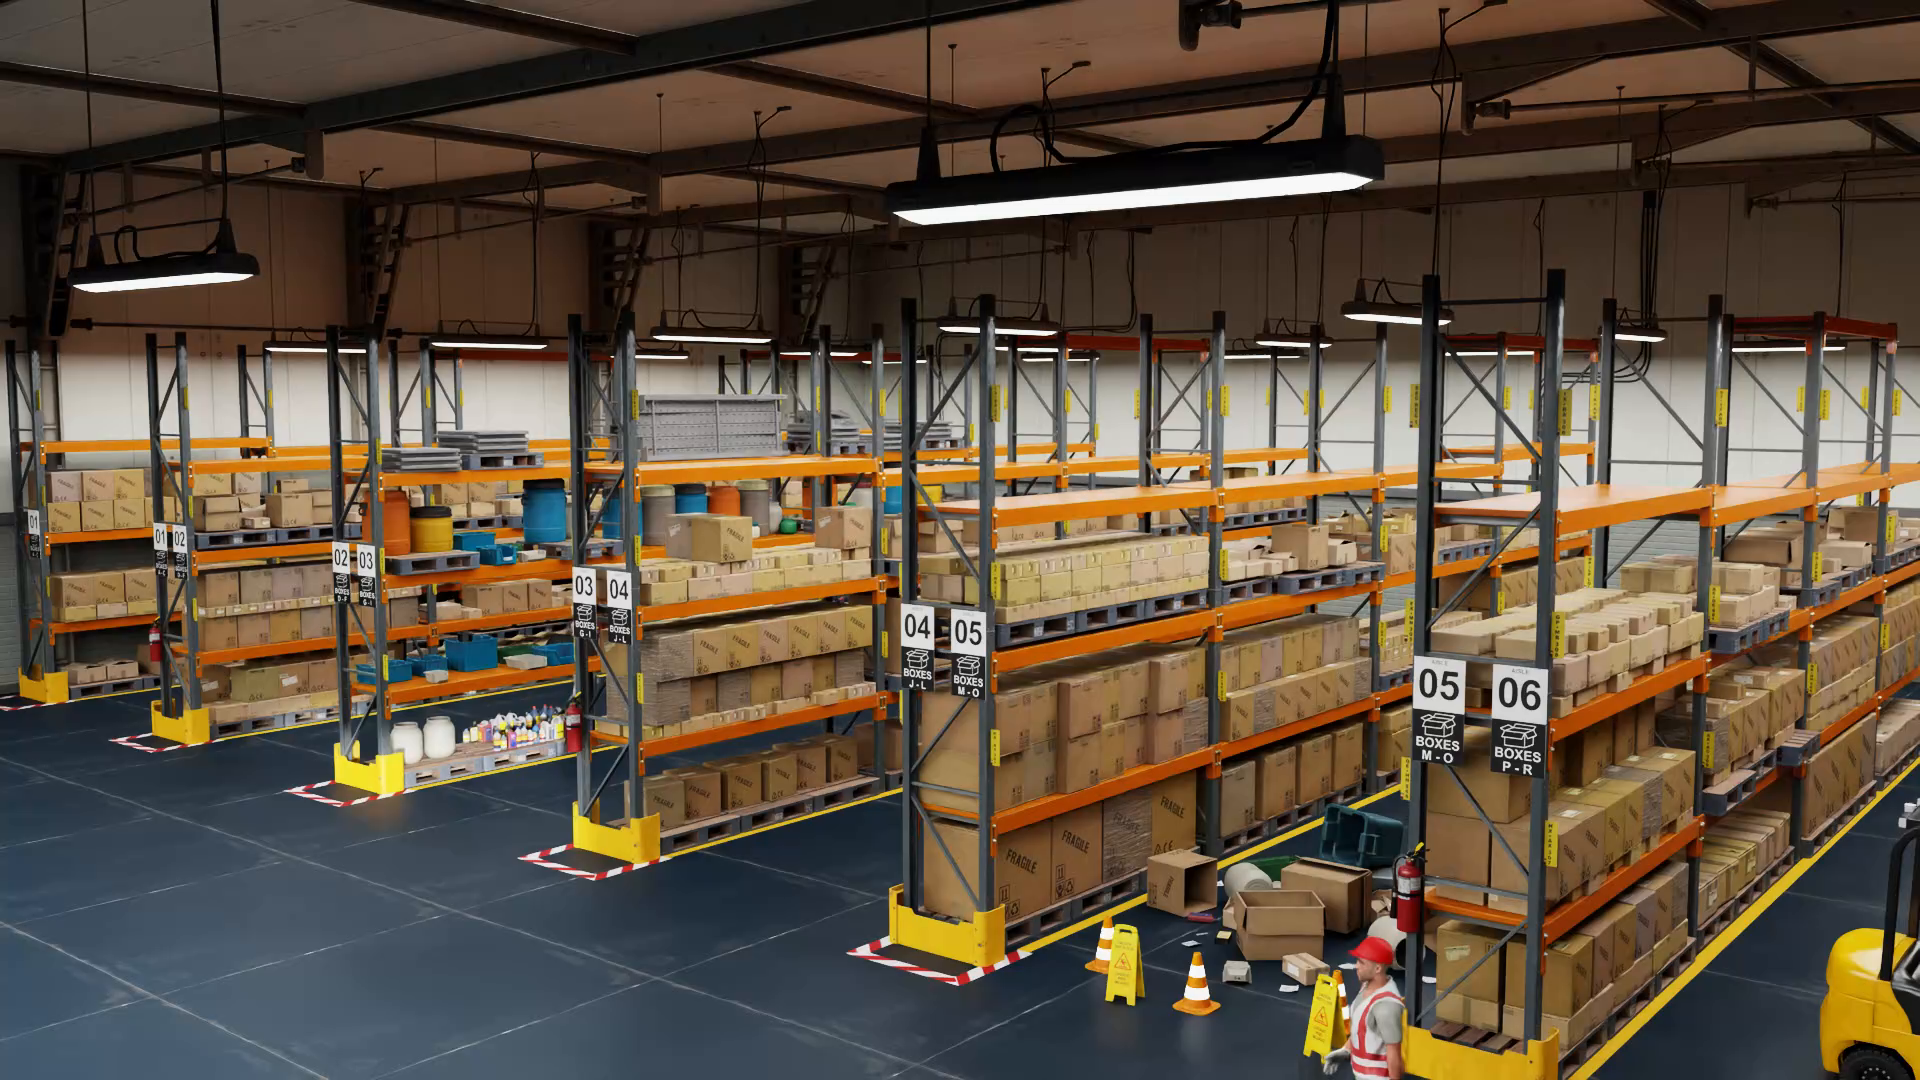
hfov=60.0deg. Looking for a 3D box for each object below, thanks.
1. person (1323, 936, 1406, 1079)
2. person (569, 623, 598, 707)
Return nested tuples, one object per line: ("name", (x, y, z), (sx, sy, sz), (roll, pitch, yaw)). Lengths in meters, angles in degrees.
("person", (2.613, 3.351, 10.395), (0.856, 1.774, 0.528), (0, 5, 5))
("person", (-6.041, 1.903, 26.372), (0.515, 1.777, 0.579), (-4, 7, -41))
